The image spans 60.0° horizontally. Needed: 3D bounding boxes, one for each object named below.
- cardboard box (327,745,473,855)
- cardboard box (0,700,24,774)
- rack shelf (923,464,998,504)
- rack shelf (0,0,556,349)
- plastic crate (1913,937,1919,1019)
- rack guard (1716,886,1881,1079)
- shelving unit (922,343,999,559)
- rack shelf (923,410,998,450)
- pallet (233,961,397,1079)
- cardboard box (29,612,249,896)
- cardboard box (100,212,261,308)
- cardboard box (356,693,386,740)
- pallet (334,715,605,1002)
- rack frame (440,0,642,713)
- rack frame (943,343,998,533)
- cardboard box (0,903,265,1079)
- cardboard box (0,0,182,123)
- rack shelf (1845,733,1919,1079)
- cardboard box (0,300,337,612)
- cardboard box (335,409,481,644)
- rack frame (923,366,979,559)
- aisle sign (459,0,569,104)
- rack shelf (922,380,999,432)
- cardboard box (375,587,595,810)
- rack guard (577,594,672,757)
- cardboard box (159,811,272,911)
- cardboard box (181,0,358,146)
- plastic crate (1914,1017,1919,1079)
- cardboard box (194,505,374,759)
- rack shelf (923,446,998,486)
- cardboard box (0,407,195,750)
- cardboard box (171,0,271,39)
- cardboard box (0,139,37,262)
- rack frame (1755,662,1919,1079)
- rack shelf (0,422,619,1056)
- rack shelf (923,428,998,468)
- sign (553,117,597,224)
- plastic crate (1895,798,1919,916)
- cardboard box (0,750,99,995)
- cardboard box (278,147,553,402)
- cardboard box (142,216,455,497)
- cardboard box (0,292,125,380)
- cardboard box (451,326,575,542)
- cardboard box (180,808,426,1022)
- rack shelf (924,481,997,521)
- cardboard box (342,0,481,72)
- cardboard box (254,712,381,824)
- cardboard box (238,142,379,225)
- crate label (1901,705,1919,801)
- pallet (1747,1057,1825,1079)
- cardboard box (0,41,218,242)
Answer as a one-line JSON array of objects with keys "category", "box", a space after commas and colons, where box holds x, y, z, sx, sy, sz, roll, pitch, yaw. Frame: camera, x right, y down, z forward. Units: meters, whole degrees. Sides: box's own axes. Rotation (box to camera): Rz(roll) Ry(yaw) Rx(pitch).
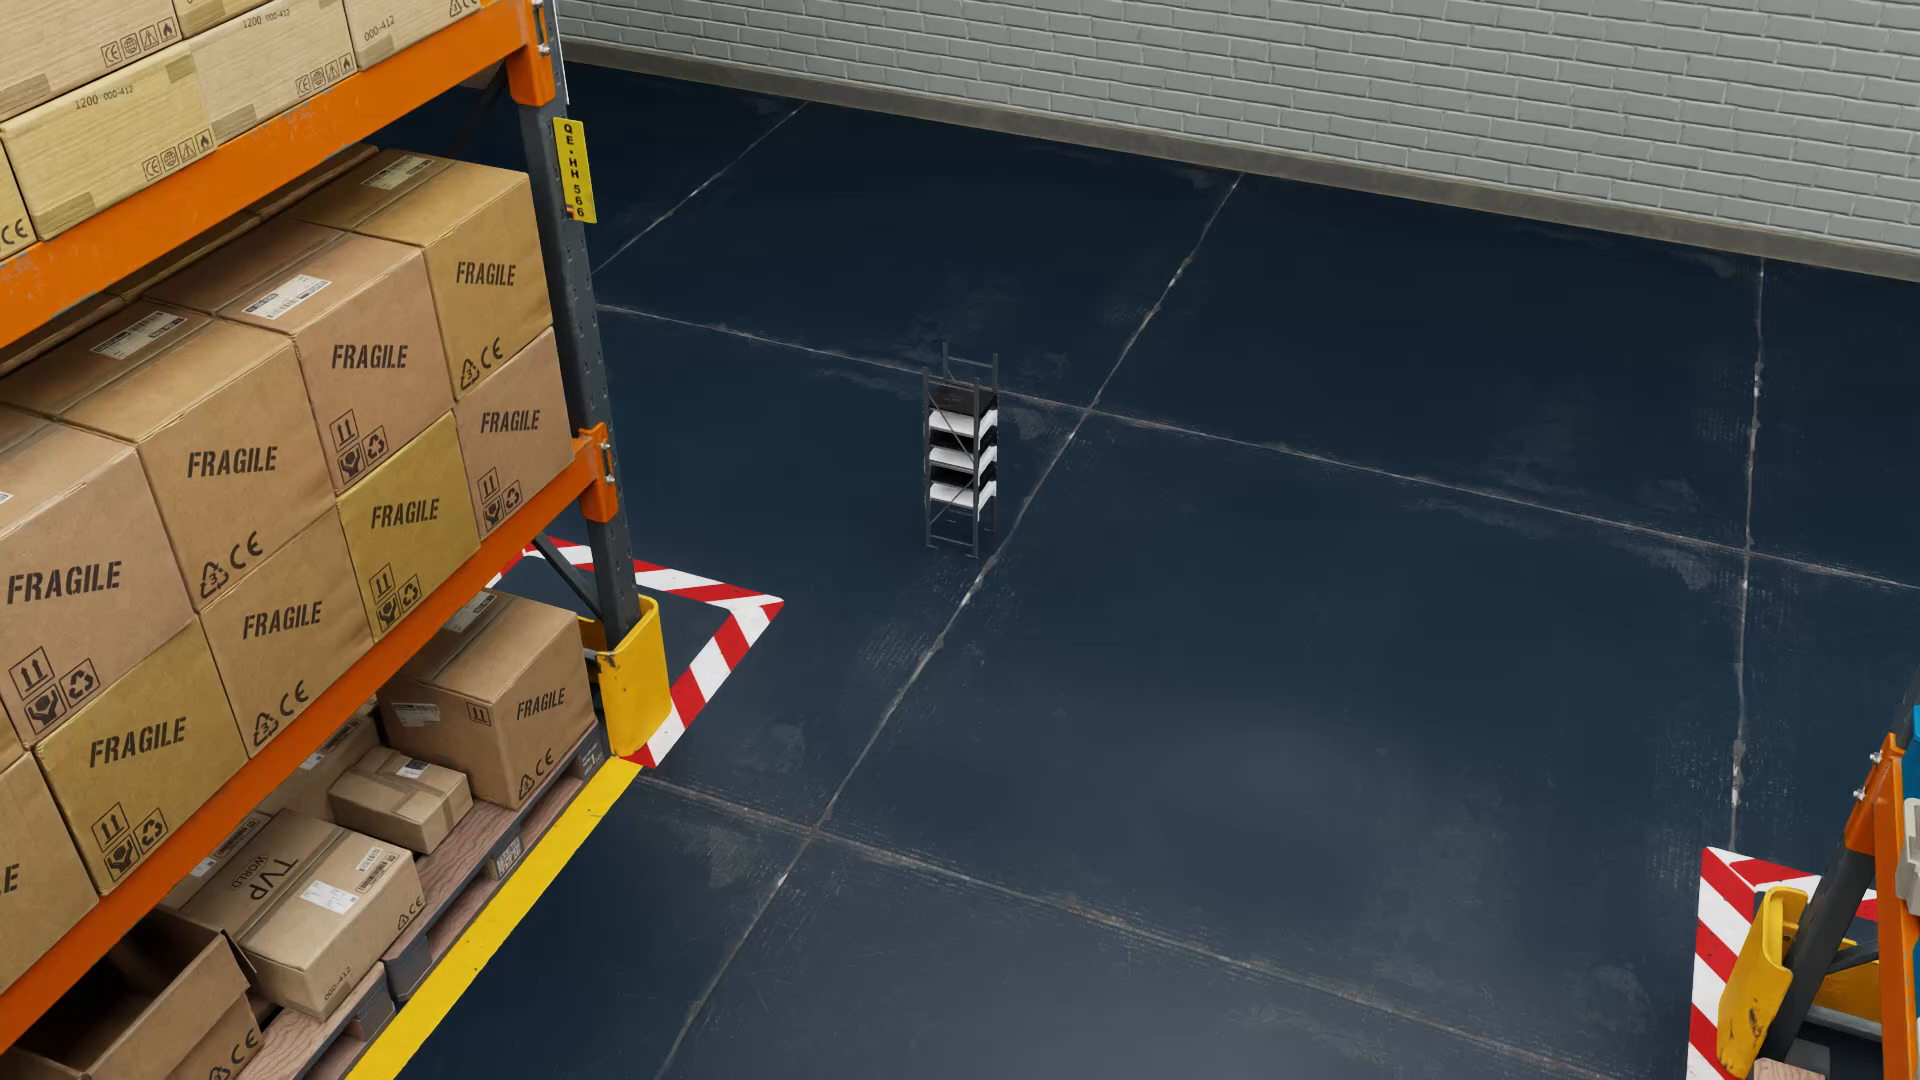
[{"category": "cardboard box", "box": [-1.879, 0.864, 5.587, 0.380, 0.166, 0.250, 14, 39, 18]}, {"category": "cardboard box", "box": [-2.353, 0.352, 3.355, 0.500, 0.500, 0.500, 13, 39, 16]}, {"category": "rack shelf", "box": [0.003, -0.266, 7.060, 0.258, 0.077, 0.200, 14, 39, 18]}, {"category": "rack shelf", "box": [-2.423, -0.461, 3.457, 1.077, 0.370, 4.000, 14, 39, 18]}, {"category": "plastic crate", "box": [2.268, 0.945, 3.571, 0.416, 0.233, 0.300, 14, 39, 18]}, {"category": "rack guard", "box": [2.914, 1.460, 4.879, 1.175, 0.500, 0.348, 14, 39, 18]}, {"category": "shelving unit", "box": [0.003, -0.365, 6.987, 0.258, 0.900, 0.210, 14, 39, 18]}, {"category": "rack shelf", "box": [0.003, -0.482, 6.899, 0.258, 0.077, 0.200, 14, 39, 18]}, {"category": "pallet", "box": [-2.459, 1.619, 4.908, 1.003, 0.211, 1.213, 14, 39, 18]}, {"category": "cardboard box", "box": [-2.162, 0.457, 4.050, 0.500, 0.500, 0.500, 13, 39, 17]}, {"category": "cardboard box", "box": [-2.267, -0.619, 4.654, 0.500, 0.500, 0.500, 14, 39, 18]}, {"category": "cardboard box", "box": [-2.234, 0.596, 5.947, 0.380, 0.166, 0.250, 14, 39, 18]}, {"category": "pallet", "box": [-1.993, 0.946, 5.809, 1.003, 0.211, 1.213, 14, 39, 18]}, {"category": "rack frame", "box": [-1.662, -0.655, 5.621, 1.000, 3.000, 0.127, 14, 39, 18]}, {"category": "rack frame", "box": [0.042, -0.421, 7.062, 0.240, 0.900, 0.006, 14, 39, 18]}, {"category": "cardboard box", "box": [-2.474, 1.342, 4.667, 0.797, 0.503, 0.637, 14, 39, 18]}, {"category": "cardboard box", "box": [-2.006, -1.101, 3.420, 0.500, 0.250, 0.500, 14, 39, 18]}, {"category": "rack shelf", "box": [2.156, 1.871, 2.842, 1.077, 0.370, 4.000, 14, 39, 18]}, {"category": "cardboard box", "box": [-1.962, -0.219, 4.118, 0.500, 0.500, 0.500, 15, 39, 19]}, {"category": "cardboard box", "box": [-1.775, -0.097, 4.791, 0.500, 0.500, 0.500, 14, 39, 18]}, {"category": "rack frame", "box": [-0.036, -0.309, 6.911, 0.240, 0.900, 0.006, 14, 39, 18]}, {"category": "aisle sign", "box": [-1.353, -1.664, 4.800, 0.394, 0.787, 0.004, 14, 39, 18]}, {"category": "rack shelf", "box": [0.003, -0.555, 6.845, 0.258, 0.077, 0.200, 14, 39, 18]}, {"category": "cardboard box", "box": [-1.641, 0.527, 5.760, 0.500, 0.500, 0.500, 14, 39, 18]}, {"category": "rack guard", "box": [-1.691, 0.388, 6.313, 1.175, 0.500, 0.348, 14, 39, 18]}, {"category": "cardboard box", "box": [-2.512, 1.060, 5.255, 0.500, 0.250, 0.500, 14, 39, 18]}, {"category": "cardboard box", "box": [-1.814, -1.178, 3.940, 0.500, 0.250, 0.500, 14, 39, 18]}, {"category": "plastic crate", "box": [2.062, 1.153, 3.372, 0.250, 0.136, 0.298, 14, 39, 18]}, {"category": "cardboard box", "box": [-1.970, 0.178, 4.423, 0.500, 0.500, 0.500, 14, 39, 18]}, {"category": "rack shelf", "box": [0.003, -0.338, 7.007, 0.258, 0.077, 0.200, 14, 39, 18]}, {"category": "cardboard box", "box": [-2.157, 0.066, 3.738, 0.500, 0.500, 0.500, 15, 39, 19]}, {"category": "cardboard box", "box": [-1.812, -1.377, 3.789, 0.500, 0.250, 0.500, 14, 39, 18]}, {"category": "cardboard box", "box": [-2.198, -0.625, 3.200, 0.500, 0.250, 0.500, 14, 39, 18]}, {"category": "rack frame", "box": [2.917, 0.475, 4.109, 1.000, 3.000, 0.127, 14, 39, 18]}, {"category": "rack shelf", "box": [-2.423, 0.740, 4.355, 1.077, 0.370, 4.000, 14, 39, 18]}, {"category": "rack shelf", "box": [0.003, -0.410, 6.953, 0.258, 0.077, 0.200, 14, 39, 18]}, {"category": "sign", "box": [-1.156, -1.108, 4.996, 0.100, 0.325, 0.005, 14, 39, 18]}, {"category": "plastic crate", "box": [2.320, 0.777, 3.875, 0.250, 0.136, 0.298, 14, 39, 18]}, {"category": "cardboard box", "box": [-2.354, 0.739, 3.673, 0.500, 0.500, 0.500, 14, 39, 18]}, {"category": "cardboard box", "box": [-1.577, -0.787, 4.878, 0.500, 0.500, 0.500, 14, 39, 17]}, {"category": "cardboard box", "box": [-1.769, -0.507, 4.504, 0.500, 0.500, 0.500, 15, 39, 19]}, {"category": "cardboard box", "box": [-2.462, -0.343, 4.285, 0.500, 0.500, 0.500, 14, 39, 18]}, {"category": "cardboard box", "box": [-1.581, -0.385, 5.176, 0.500, 0.500, 0.500, 15, 39, 19]}, {"category": "cardboard box", "box": [-2.030, 1.146, 5.140, 0.500, 0.250, 0.500, 14, 39, 18]}, {"category": "rack shelf", "box": [0.003, -0.194, 7.114, 0.258, 0.077, 0.200, 14, 39, 18]}, {"category": "cardboard box", "box": [-1.614, -1.452, 4.307, 0.500, 0.250, 0.500, 14, 39, 18]}, {"category": "cardboard box", "box": [-2.322, 0.783, 5.626, 0.500, 0.250, 0.500, 14, 39, 18]}, {"category": "cardboard box", "box": [-2.075, -0.910, 5.043, 0.500, 0.500, 0.500, 15, 39, 19]}, {"category": "crate label", "box": [2.519, 0.580, 4.058, 0.416, 0.233, 0.303, 14, 39, 18]}, {"category": "pallet", "box": [2.568, 2.040, 4.344, 1.003, 0.211, 1.213, 14, 39, 18]}, {"category": "cardboard box", "box": [-1.992, -0.898, 3.566, 0.500, 0.250, 0.500, 14, 39, 18]}]
